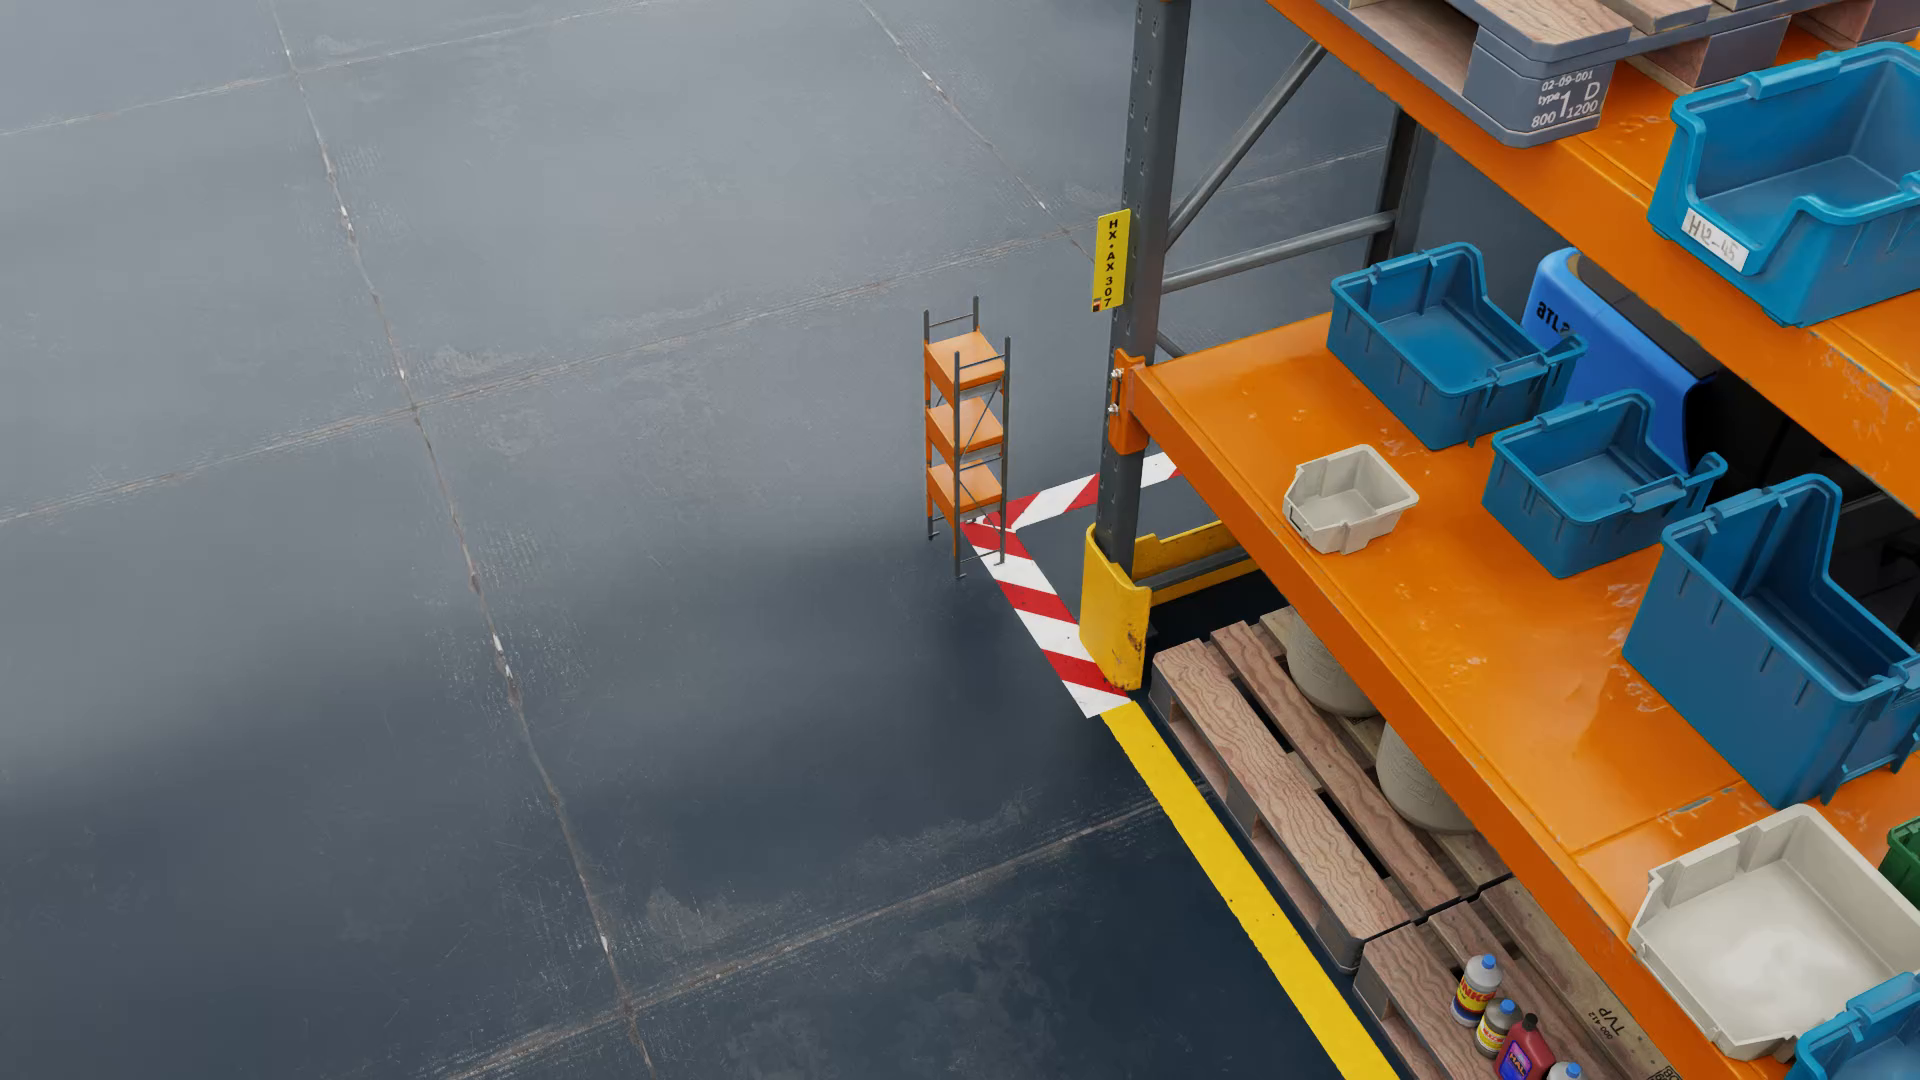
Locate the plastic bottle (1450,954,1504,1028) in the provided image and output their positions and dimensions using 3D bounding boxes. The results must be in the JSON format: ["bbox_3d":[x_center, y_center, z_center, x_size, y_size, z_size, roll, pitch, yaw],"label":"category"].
[{"bbox_3d":[1.408,1.212,4.516,0.097,0.271,0.097,0,45,0],"label":"plastic bottle"}]

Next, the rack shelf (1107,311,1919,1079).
[{"bbox_3d":[1.770,0.680,3.937,1.077,0.370,4.000,-18,47,-17],"label":"rack shelf"}]

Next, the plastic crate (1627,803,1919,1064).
[{"bbox_3d":[1.698,0.833,3.458,0.530,0.136,0.437,-18,47,-17],"label":"plastic crate"}]

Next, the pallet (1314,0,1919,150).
[{"bbox_3d":[1.188,-1.295,3.425,1.003,0.211,1.213,-18,47,-17],"label":"pallet"}]

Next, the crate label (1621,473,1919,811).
[{"bbox_3d":[1.948,0.230,3.856,0.502,0.435,0.616,-18,47,-17],"label":"crate label"}]

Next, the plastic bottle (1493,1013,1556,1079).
[{"bbox_3d":[1.487,1.357,4.360,0.061,0.283,0.133,-17,47,-17],"label":"plastic bottle"}]

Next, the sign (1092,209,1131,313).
[{"bbox_3d":[0.428,-0.789,4.717,0.100,0.325,0.005,-18,47,-17],"label":"sign"}]

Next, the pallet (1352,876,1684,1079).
[{"bbox_3d":[1.849,1.472,4.607,1.003,0.211,1.213,-18,47,-17],"label":"pallet"}]

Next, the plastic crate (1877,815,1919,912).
[{"bbox_3d":[2.296,0.826,3.428,0.450,0.188,0.662,-18,47,-17],"label":"plastic crate"}]

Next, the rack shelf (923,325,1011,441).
[{"bbox_3d":[0.022,-0.534,5.655,0.215,0.259,0.240,-18,47,-17],"label":"rack shelf"}]

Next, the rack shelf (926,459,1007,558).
[{"bbox_3d":[0.022,-0.134,6.049,0.215,0.259,0.240,-18,47,-17],"label":"rack shelf"}]

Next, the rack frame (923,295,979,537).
[{"bbox_3d":[-0.029,-0.417,5.925,0.200,1.050,0.008,-18,47,-17],"label":"rack frame"}]

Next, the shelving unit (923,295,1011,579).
[{"bbox_3d":[0.022,-0.340,5.847,0.215,1.050,0.252,-18,47,-17],"label":"shelving unit"}]

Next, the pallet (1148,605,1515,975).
[{"bbox_3d":[1.340,0.696,5.394,1.003,0.211,1.213,-18,47,-17],"label":"pallet"}]

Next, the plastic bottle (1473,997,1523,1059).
[{"bbox_3d":[1.452,1.303,4.473,0.097,0.201,0.097,0,45,0],"label":"plastic bottle"}]

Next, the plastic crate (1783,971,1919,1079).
[{"bbox_3d":[1.899,1.127,3.078,0.499,0.251,0.616,-18,47,-17],"label":"plastic crate"}]

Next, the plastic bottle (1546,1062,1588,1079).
[{"bbox_3d":[1.553,1.430,4.294,0.097,0.271,0.097,0,45,0],"label":"plastic bottle"}]

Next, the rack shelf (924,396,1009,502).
[{"bbox_3d":[0.022,-0.332,5.854,0.215,0.259,0.240,-18,47,-17],"label":"rack shelf"}]

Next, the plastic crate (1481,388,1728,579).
[{"bbox_3d":[1.679,-0.151,4.374,0.499,0.251,0.408,-18,47,-17],"label":"plastic crate"}]

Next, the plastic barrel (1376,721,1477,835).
[{"bbox_3d":[1.486,0.602,4.977,0.421,0.512,0.421,0,45,0],"label":"plastic barrel"}]

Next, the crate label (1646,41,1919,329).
[{"bbox_3d":[1.416,-0.575,2.667,0.502,0.251,0.408,-18,47,-17],"label":"crate label"}]

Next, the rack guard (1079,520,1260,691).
[{"bbox_3d":[1.003,0.074,5.819,1.175,0.500,0.348,-18,47,-17],"label":"rack guard"}]

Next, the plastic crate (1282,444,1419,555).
[{"bbox_3d":[1.013,-0.091,4.394,0.298,0.136,0.250,-18,47,-17],"label":"plastic crate"}]

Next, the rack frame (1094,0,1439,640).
[{"bbox_3d":[0.929,-0.850,4.976,1.000,3.000,0.127,-18,47,-17],"label":"rack frame"}]

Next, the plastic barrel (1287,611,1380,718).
[{"bbox_3d":[1.275,0.283,5.300,0.421,0.512,0.421,0,45,0],"label":"plastic barrel"}]

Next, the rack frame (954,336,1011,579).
[{"bbox_3d":[0.073,-0.262,5.768,0.200,1.050,0.008,-18,47,-17],"label":"rack frame"}]

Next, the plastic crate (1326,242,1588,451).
[{"bbox_3d":[1.411,-0.567,4.795,0.499,0.251,0.616,-18,47,-17],"label":"plastic crate"}]

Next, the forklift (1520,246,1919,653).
[{"bbox_3d":[3.027,-0.446,4.615,1.130,2.935,3.031,-17,47,-17],"label":"forklift"}]
